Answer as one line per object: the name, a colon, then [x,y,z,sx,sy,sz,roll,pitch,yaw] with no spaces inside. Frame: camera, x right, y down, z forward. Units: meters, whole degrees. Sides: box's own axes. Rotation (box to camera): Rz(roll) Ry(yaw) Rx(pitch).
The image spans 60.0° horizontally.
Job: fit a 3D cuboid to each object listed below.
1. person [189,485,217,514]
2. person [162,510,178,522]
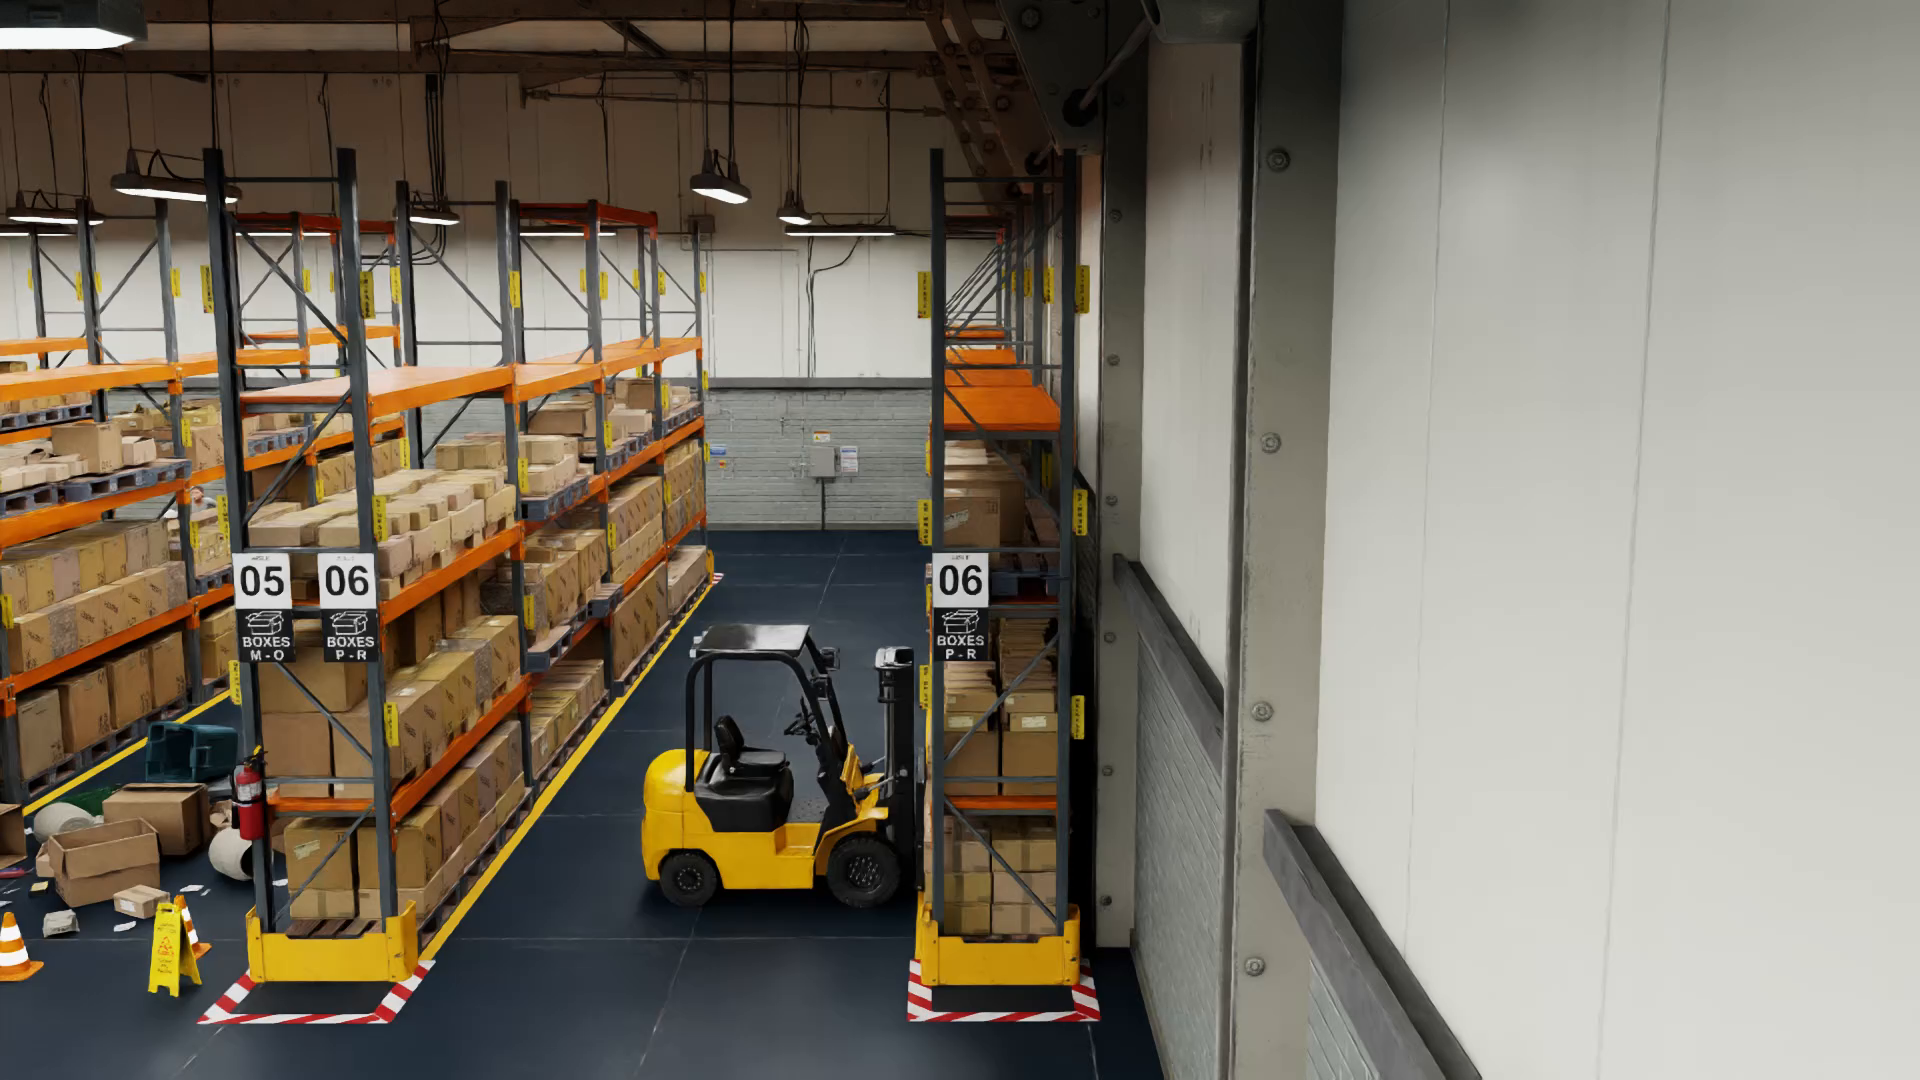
person: [-12.989,-0.155,28.562,0.554,1.576,0.689,-1,9,-6]
person: [-11.474,0.413,24.393,0.685,1.745,0.900,-1,9,-6]
